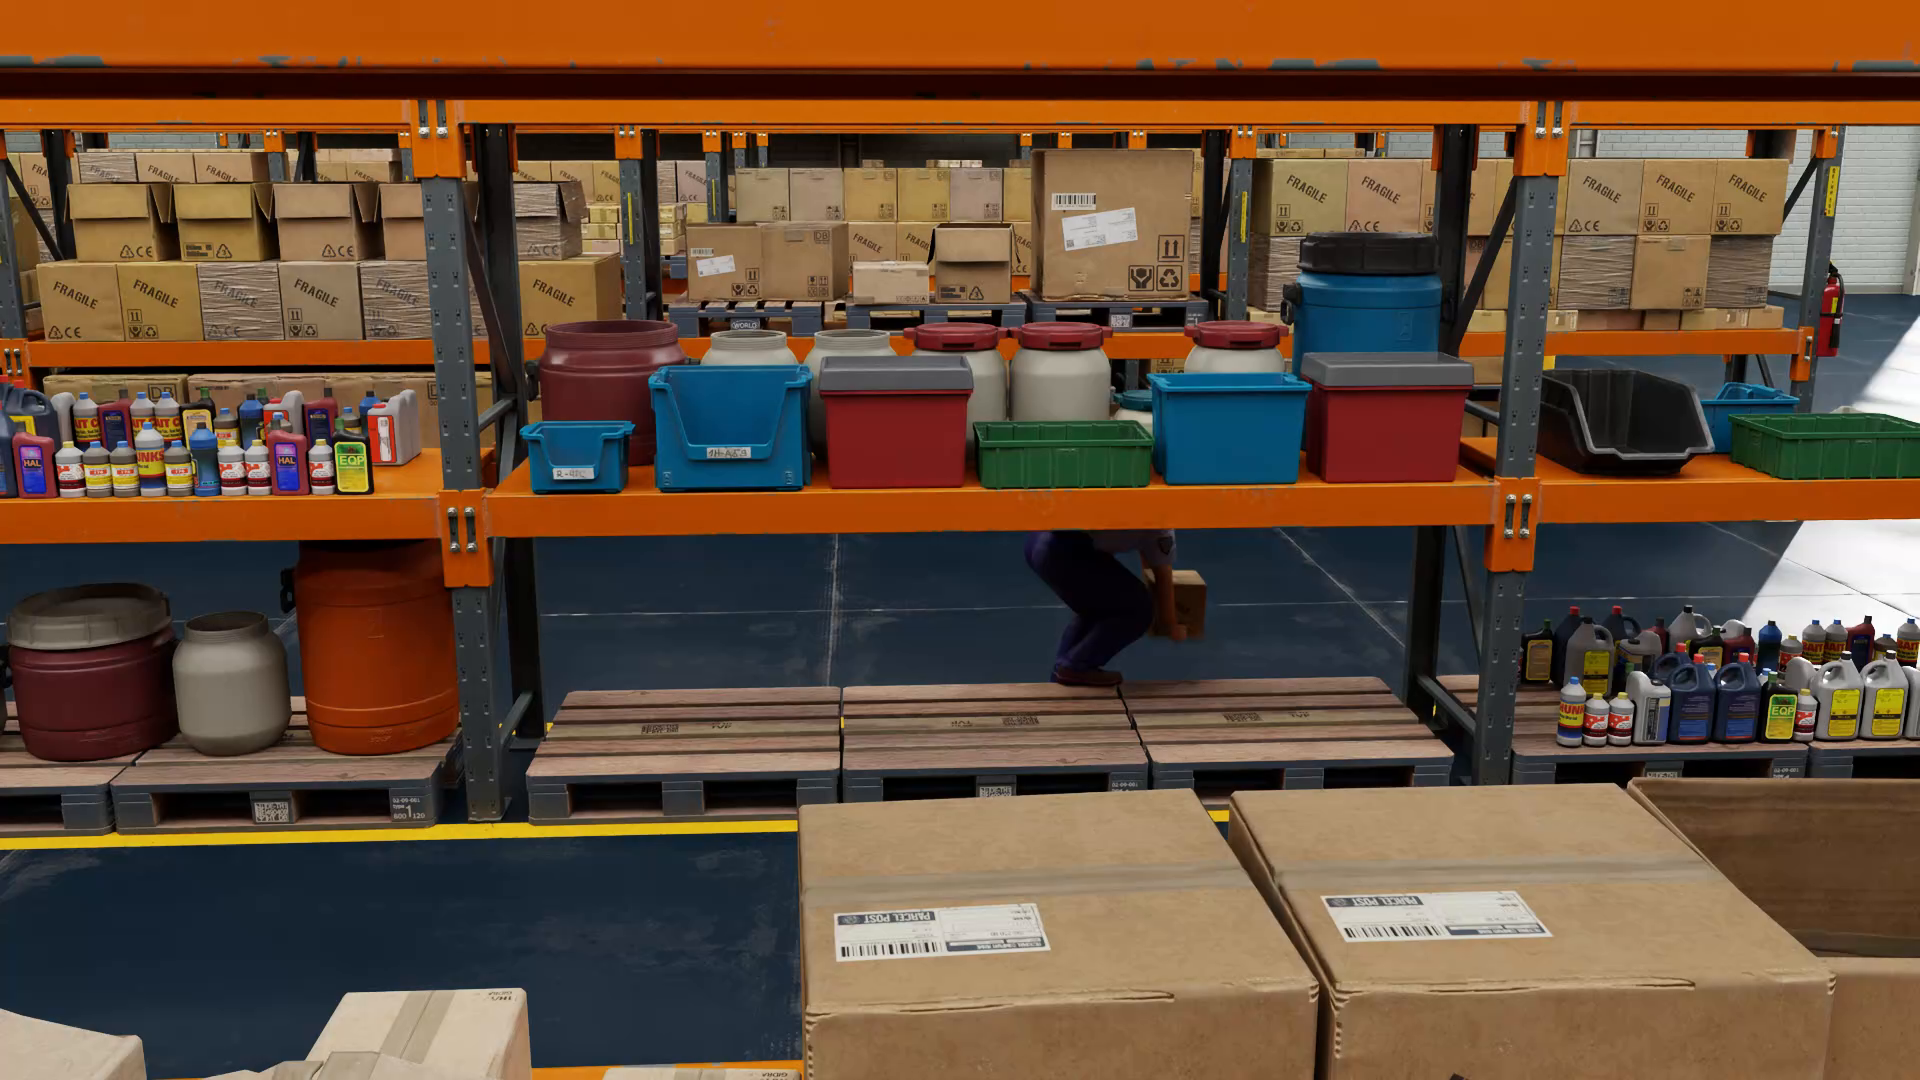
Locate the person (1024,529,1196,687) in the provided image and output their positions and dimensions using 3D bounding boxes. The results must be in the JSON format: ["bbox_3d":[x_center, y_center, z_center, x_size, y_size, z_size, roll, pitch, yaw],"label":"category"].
[{"bbox_3d":[0.724,0.232,7.517,0.857,1.202,0.513,-1,14,-5],"label":"person"}]
